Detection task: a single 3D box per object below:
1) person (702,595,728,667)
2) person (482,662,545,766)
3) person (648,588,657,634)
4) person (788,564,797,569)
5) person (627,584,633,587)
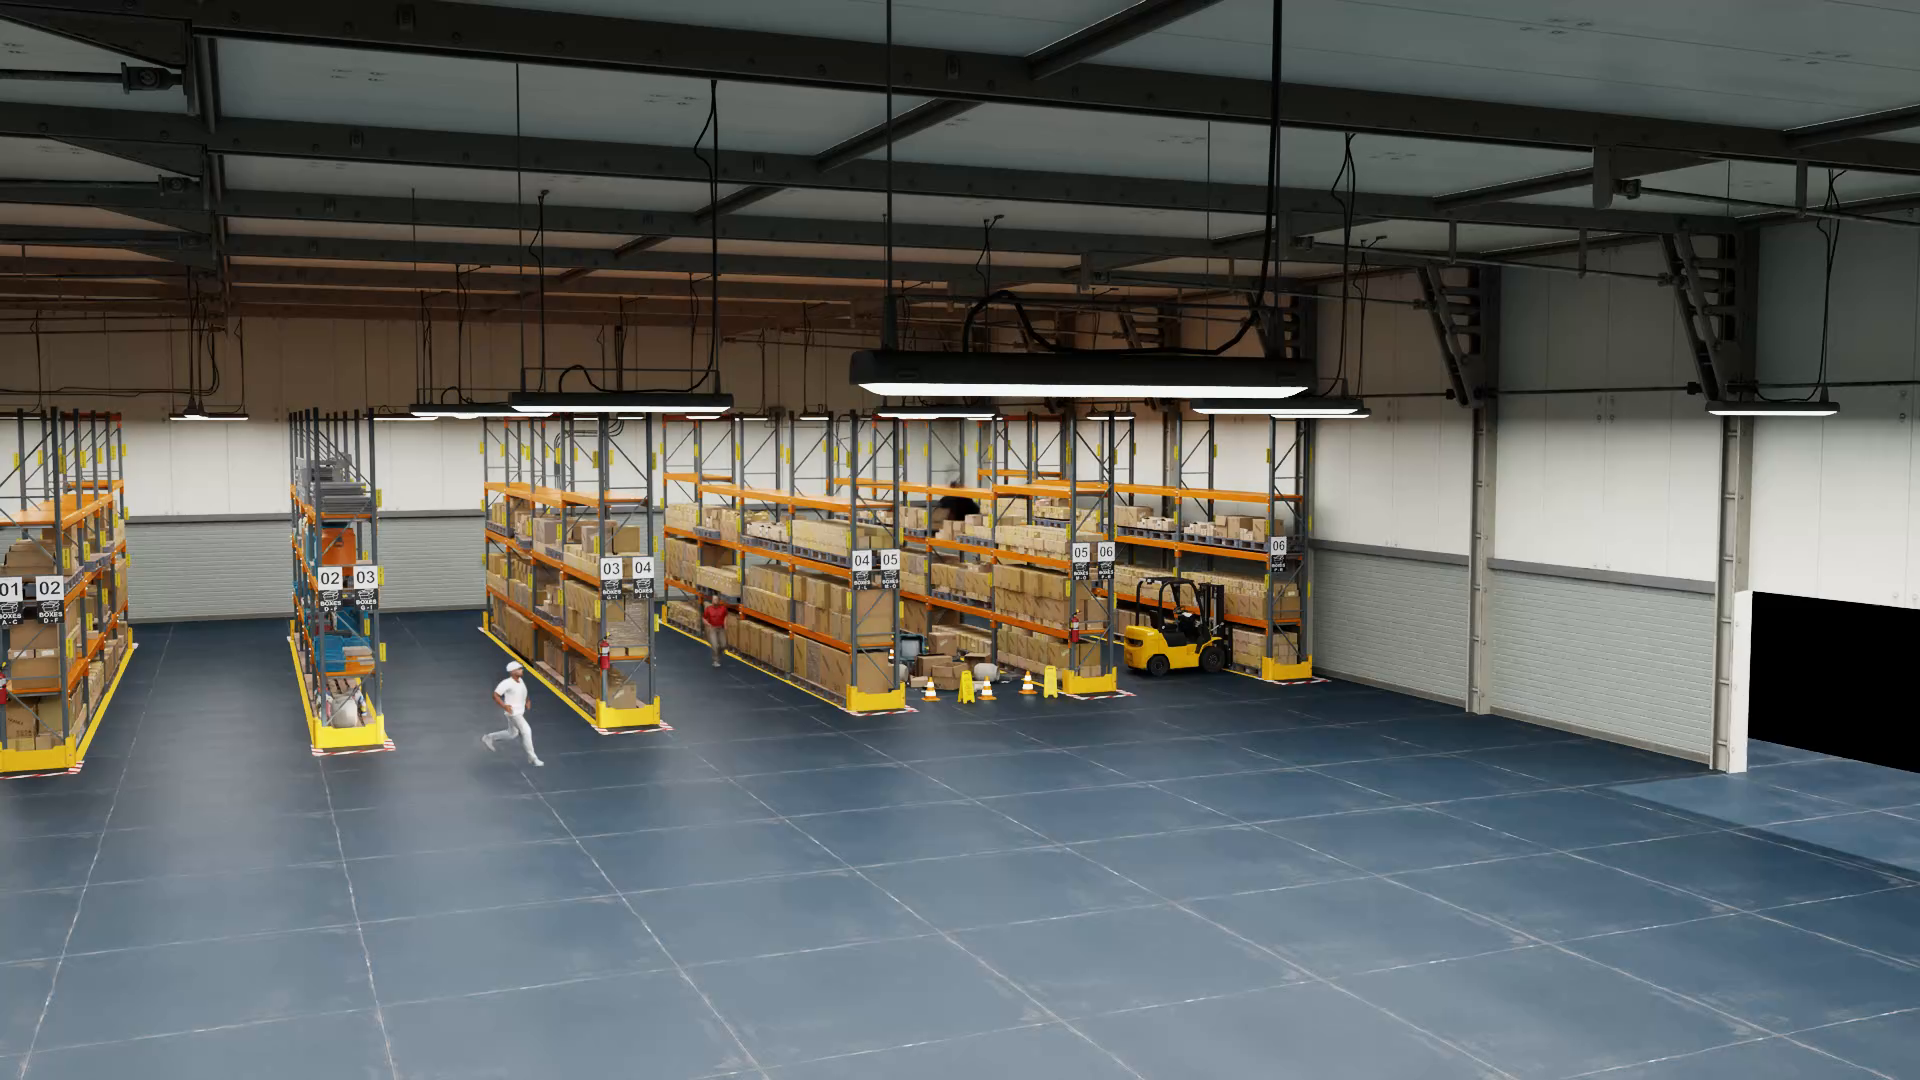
[{"bbox_3d":[-5.729,2.140,39.129,0.640,1.679,0.596,-2,4,-23],"label":"person"},{"bbox_3d":[-7.510,2.915,27.931,1.110,1.770,0.662,0,4,1],"label":"person"},{"bbox_3d":[-8.400,1.764,44.267,0.708,1.723,0.517,-1,4,-15],"label":"person"},{"bbox_3d":[-5.042,1.275,50.732,0.895,1.798,0.673,-1,4,-20],"label":"person"},{"bbox_3d":[-9.014,1.702,45.687,0.635,1.677,0.925,-1,4,-17],"label":"person"}]
